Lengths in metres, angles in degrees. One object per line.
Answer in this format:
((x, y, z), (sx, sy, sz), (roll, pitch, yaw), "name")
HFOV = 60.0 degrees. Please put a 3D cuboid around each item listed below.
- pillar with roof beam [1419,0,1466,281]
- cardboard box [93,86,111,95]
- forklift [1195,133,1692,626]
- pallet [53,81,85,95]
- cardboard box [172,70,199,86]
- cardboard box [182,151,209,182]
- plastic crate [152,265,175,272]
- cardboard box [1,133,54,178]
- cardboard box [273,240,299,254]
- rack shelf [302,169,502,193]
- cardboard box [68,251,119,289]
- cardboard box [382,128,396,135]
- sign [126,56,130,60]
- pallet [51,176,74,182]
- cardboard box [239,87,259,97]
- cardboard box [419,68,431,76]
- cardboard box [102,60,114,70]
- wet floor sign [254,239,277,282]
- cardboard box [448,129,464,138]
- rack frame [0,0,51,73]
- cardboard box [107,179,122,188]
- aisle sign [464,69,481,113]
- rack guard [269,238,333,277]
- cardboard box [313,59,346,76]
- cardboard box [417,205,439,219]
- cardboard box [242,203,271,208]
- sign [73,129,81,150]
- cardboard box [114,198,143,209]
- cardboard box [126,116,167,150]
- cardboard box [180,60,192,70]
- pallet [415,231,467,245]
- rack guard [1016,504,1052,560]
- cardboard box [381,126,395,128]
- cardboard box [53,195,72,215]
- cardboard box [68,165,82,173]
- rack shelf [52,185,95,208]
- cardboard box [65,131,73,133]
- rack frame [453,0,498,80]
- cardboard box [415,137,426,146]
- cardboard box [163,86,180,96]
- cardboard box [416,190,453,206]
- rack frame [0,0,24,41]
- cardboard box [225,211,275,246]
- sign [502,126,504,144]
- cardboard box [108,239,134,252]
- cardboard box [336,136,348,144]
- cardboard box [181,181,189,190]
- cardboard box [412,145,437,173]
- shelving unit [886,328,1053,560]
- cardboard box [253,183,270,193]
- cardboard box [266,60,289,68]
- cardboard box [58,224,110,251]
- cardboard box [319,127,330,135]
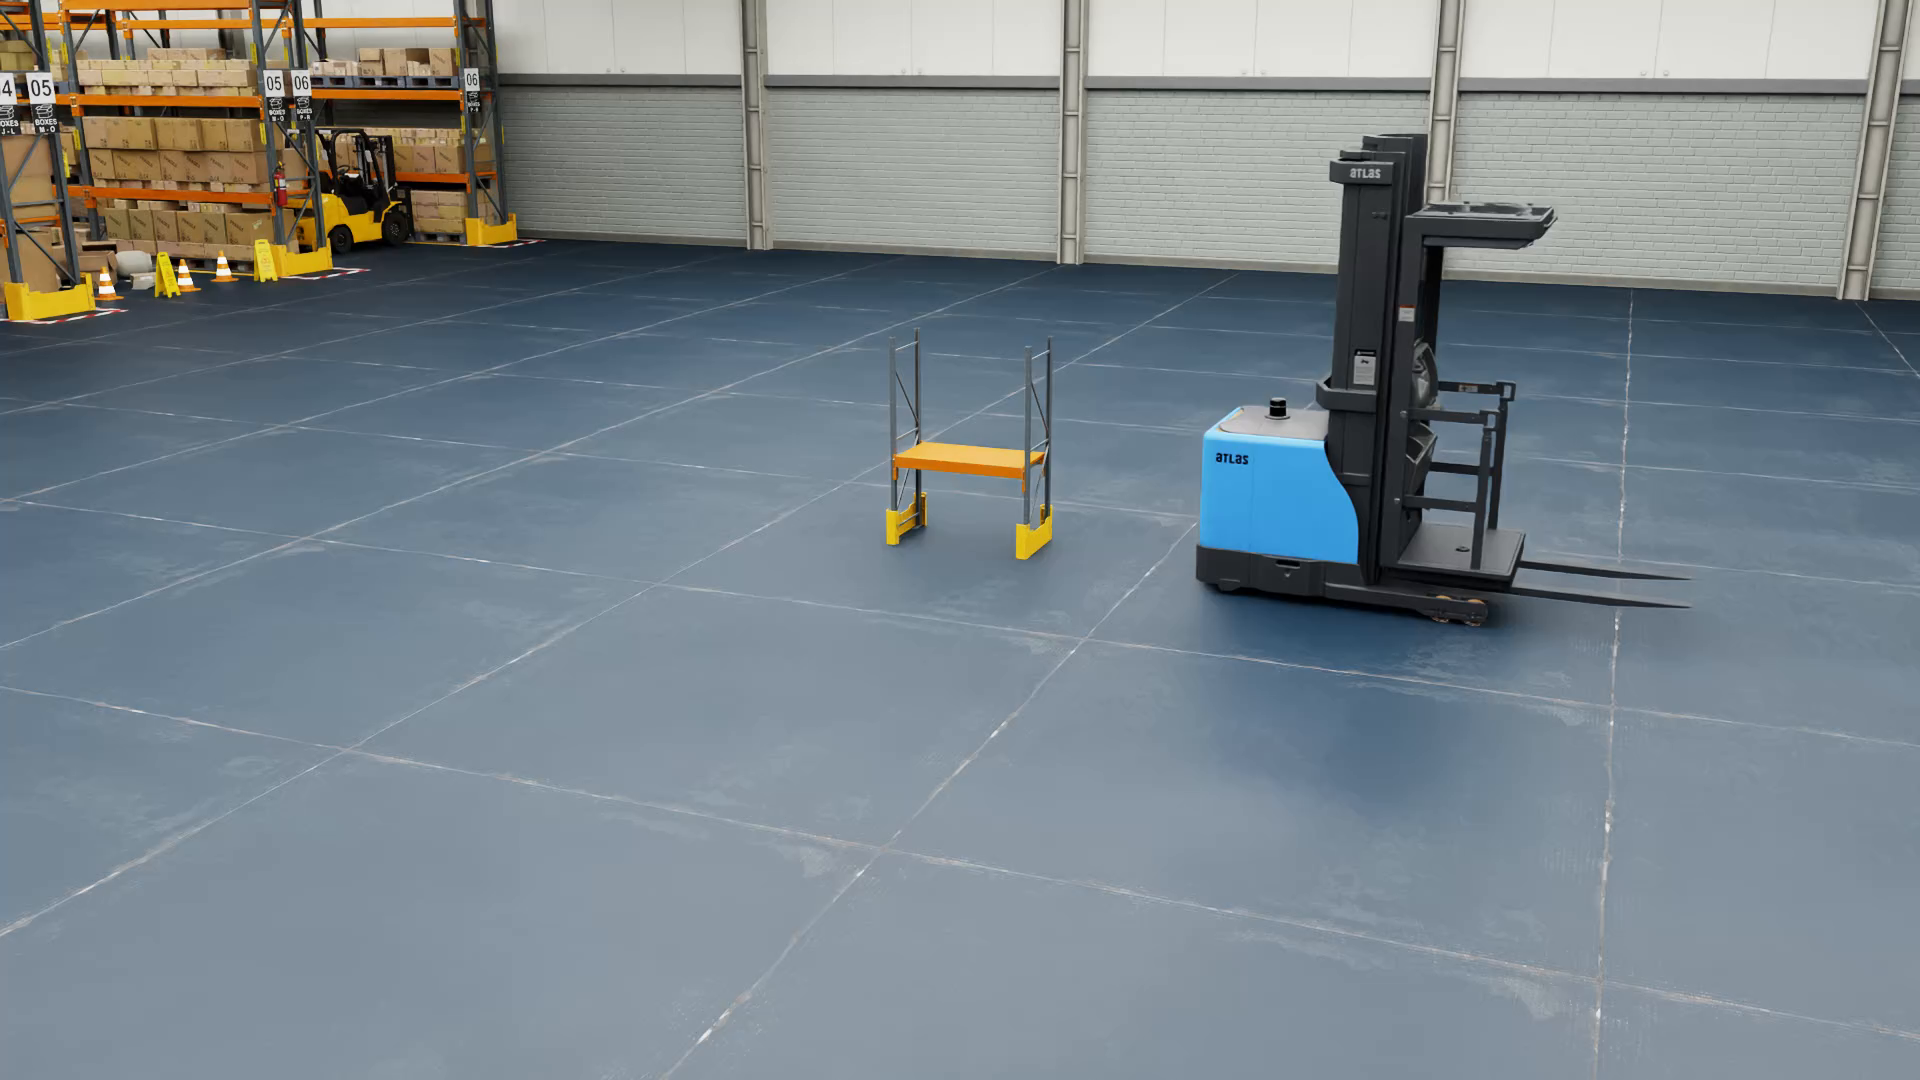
((5.901, -7.355, 21.369), (0.400, 9.000, 9.100), (6, 17, 21), "pillar with roof beam")
((-14.063, -7.431, 27.460), (0.250, 0.149, 0.380), (6, 17, 21), "cardboard box")
((3.130, -1.040, 10.497), (3.031, 2.935, 1.130), (7, 17, 22), "forklift")
((-15.021, -7.690, 28.237), (1.003, 0.211, 1.213), (6, 17, 21), "pallet")
((-12.291, -7.437, 26.765), (0.500, 0.250, 0.500), (7, 18, 22), "cardboard box")
((-12.299, -6.119, 27.157), (0.500, 0.500, 0.500), (6, 17, 20), "cardboard box")
((-13.326, -4.473, 27.438), (0.583, 0.080, 0.402), (0, 16, 1), "plastic crate")
((-12.818, -5.184, 22.443), (0.550, 0.550, 0.875), (6, 17, 21), "cardboard box")
((-11.413, -4.875, 27.763), (0.500, 0.250, 0.500), (6, 17, 20), "cardboard box")
((-10.807, -6.986, 32.148), (4.000, 0.370, 1.077), (6, 17, 21), "rack shelf")
((-13.327, -4.163, 25.612), (0.637, 0.503, 0.797), (-5, 17, -18), "cardboard box")
((-10.786, -7.767, 31.670), (0.250, 0.149, 0.380), (7, 17, 21), "cardboard box")
((-16.590, -9.494, 33.188), (0.005, 0.325, 0.100), (6, 17, 21), "sign")
((-16.350, -6.374, 29.092), (1.213, 0.211, 1.003), (6, 17, 21), "pallet")
((-11.199, -7.123, 26.400), (0.250, 0.149, 0.380), (6, 17, 21), "cardboard box")
((-9.829, -8.703, 30.908), (0.250, 0.149, 0.380), (6, 17, 19), "cardboard box")
((-13.817, -7.786, 27.253), (0.250, 0.149, 0.380), (6, 17, 19), "cardboard box")
((-10.980, -4.412, 26.213), (0.232, 0.644, 0.267), (14, 21, 40), "wet floor sign")
((-9.357, -7.611, 31.135), (0.250, 0.149, 0.380), (6, 17, 21), "cardboard box")
((-12.487, -7.426, 21.613), (0.127, 3.000, 1.000), (6, 17, 21), "rack frame")
((-14.056, -6.000, 27.912), (0.250, 0.149, 0.380), (7, 18, 22), "cardboard box")
((-8.993, -8.293, 30.695), (0.004, 0.787, 0.394), (6, 17, 21), "aisle sign")
((-10.835, -4.647, 27.283), (0.348, 0.500, 1.175), (6, 17, 21), "rack guard")
((-11.983, -9.035, 31.763), (0.500, 0.311, 0.500), (7, 17, 22), "cardboard box")
((-9.977, -6.271, 31.677), (0.500, 0.250, 0.500), (6, 17, 20), "cardboard box")
((-13.876, -6.729, 33.479), (0.625, 0.625, 0.875), (6, 17, 20), "cardboard box")
((-14.686, -6.660, 27.658), (0.005, 0.325, 0.100), (6, 17, 21), "sign")
((-13.941, -5.643, 27.900), (0.250, 0.149, 0.380), (7, 17, 21), "cardboard box")
((-13.231, -6.702, 27.373), (0.500, 0.500, 0.700), (6, 17, 19), "cardboard box")
((-12.333, -7.658, 26.811), (0.250, 0.149, 0.380), (6, 17, 19), "cardboard box")
((-9.673, -5.855, 31.964), (1.213, 0.211, 1.003), (6, 17, 21), "pallet")
((0.534, -0.061, 11.936), (0.087, 0.250, 0.587), (6, 17, 21), "rack guard")
((-11.080, -7.945, 32.284), (0.250, 0.149, 0.380), (6, 17, 20), "cardboard box")
((-18.781, -7.144, 35.131), (0.500, 0.500, 0.500), (6, 17, 19), "cardboard box")
((-15.065, -6.310, 28.228), (0.250, 0.149, 0.380), (7, 17, 21), "cardboard box")
((-16.346, -6.108, 29.122), (4.000, 0.370, 1.077), (6, 17, 21), "rack shelf")
((-15.282, -6.814, 28.800), (0.500, 0.500, 0.500), (6, 17, 21), "cardboard box")
((-8.947, -10.008, 30.507), (0.127, 3.000, 1.000), (6, 17, 21), "rack frame")
((-10.066, -7.538, 31.418), (0.250, 0.149, 0.380), (6, 17, 20), "cardboard box")
((-12.644, -7.269, 26.901), (0.250, 0.149, 0.380), (6, 17, 20), "cardboard box")
((-9.966, -6.505, 31.587), (0.500, 0.250, 0.500), (7, 17, 22), "cardboard box")
((-20.110, -11.236, 34.735), (0.127, 3.000, 1.000), (6, 17, 21), "rack frame")
((-11.605, -5.095, 27.177), (0.500, 0.500, 0.500), (6, 17, 21), "cardboard box")
((-8.737, -7.724, 31.705), (0.005, 0.325, 0.100), (6, 17, 21), "sign")
((-14.036, -4.999, 28.192), (0.500, 0.250, 0.500), (5, 17, 18), "cardboard box")
((-11.771, -7.705, 31.991), (0.250, 0.149, 0.380), (7, 17, 22), "cardboard box")
((-12.606, -5.863, 27.439), (0.250, 0.149, 0.380), (6, 17, 21), "cardboard box")
((-9.980, -7.213, 31.459), (0.500, 0.500, 0.500), (7, 18, 22), "cardboard box")
((0.071, -0.712, 11.938), (1.083, 1.500, 0.587), (6, 17, 21), "shelving unit")
((-11.191, -5.701, 26.883), (0.250, 0.149, 0.380), (7, 18, 22), "cardboard box")
((-11.020, -7.631, 26.720), (0.250, 0.149, 0.380), (6, 17, 20), "cardboard box")
((-14.974, -5.241, 28.807), (0.625, 0.372, 0.950), (7, 17, 21), "cardboard box")
((-12.197, -7.930, 32.234), (0.250, 0.149, 0.380), (7, 17, 21), "cardboard box")
